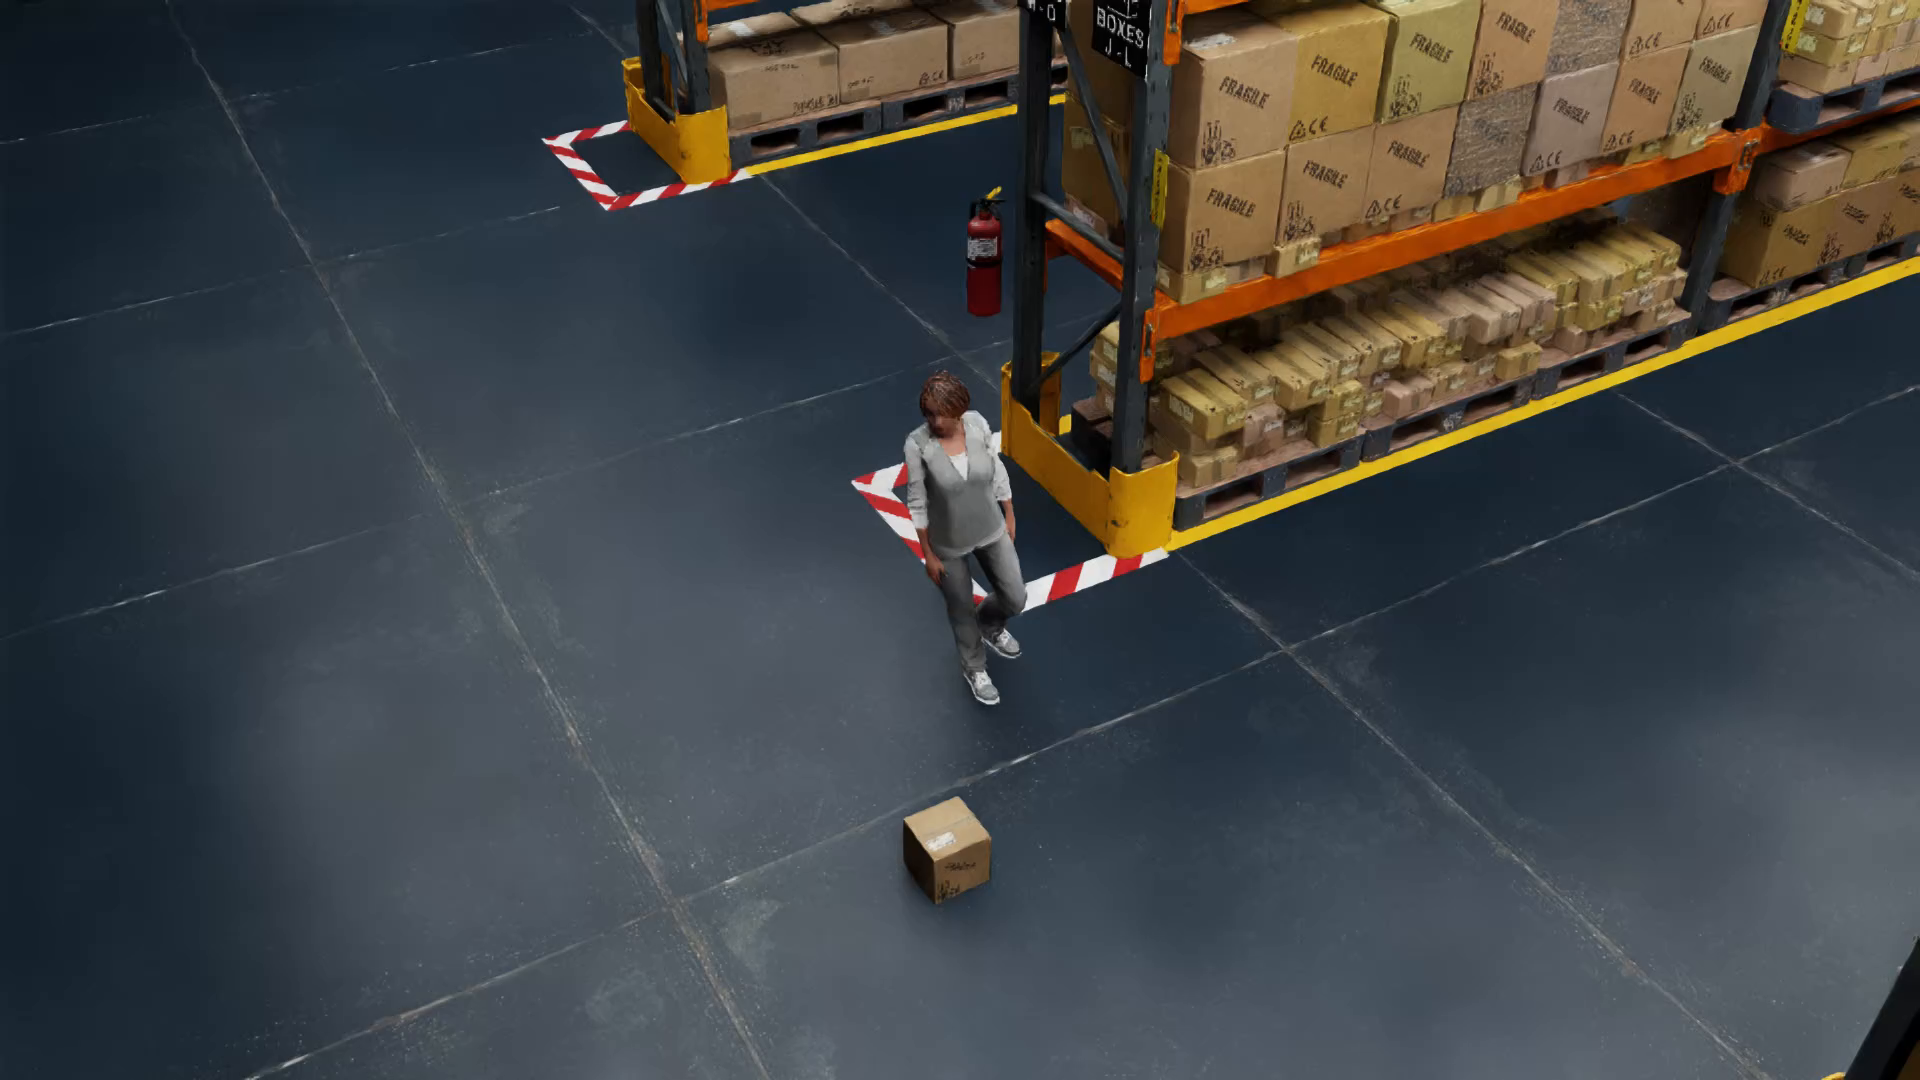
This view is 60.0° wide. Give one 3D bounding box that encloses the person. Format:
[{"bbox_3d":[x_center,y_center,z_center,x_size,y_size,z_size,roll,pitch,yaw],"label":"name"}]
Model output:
[{"bbox_3d":[0.048,-0.002,6.914,0.528,1.591,0.396,-14,39,-18],"label":"person"}]
